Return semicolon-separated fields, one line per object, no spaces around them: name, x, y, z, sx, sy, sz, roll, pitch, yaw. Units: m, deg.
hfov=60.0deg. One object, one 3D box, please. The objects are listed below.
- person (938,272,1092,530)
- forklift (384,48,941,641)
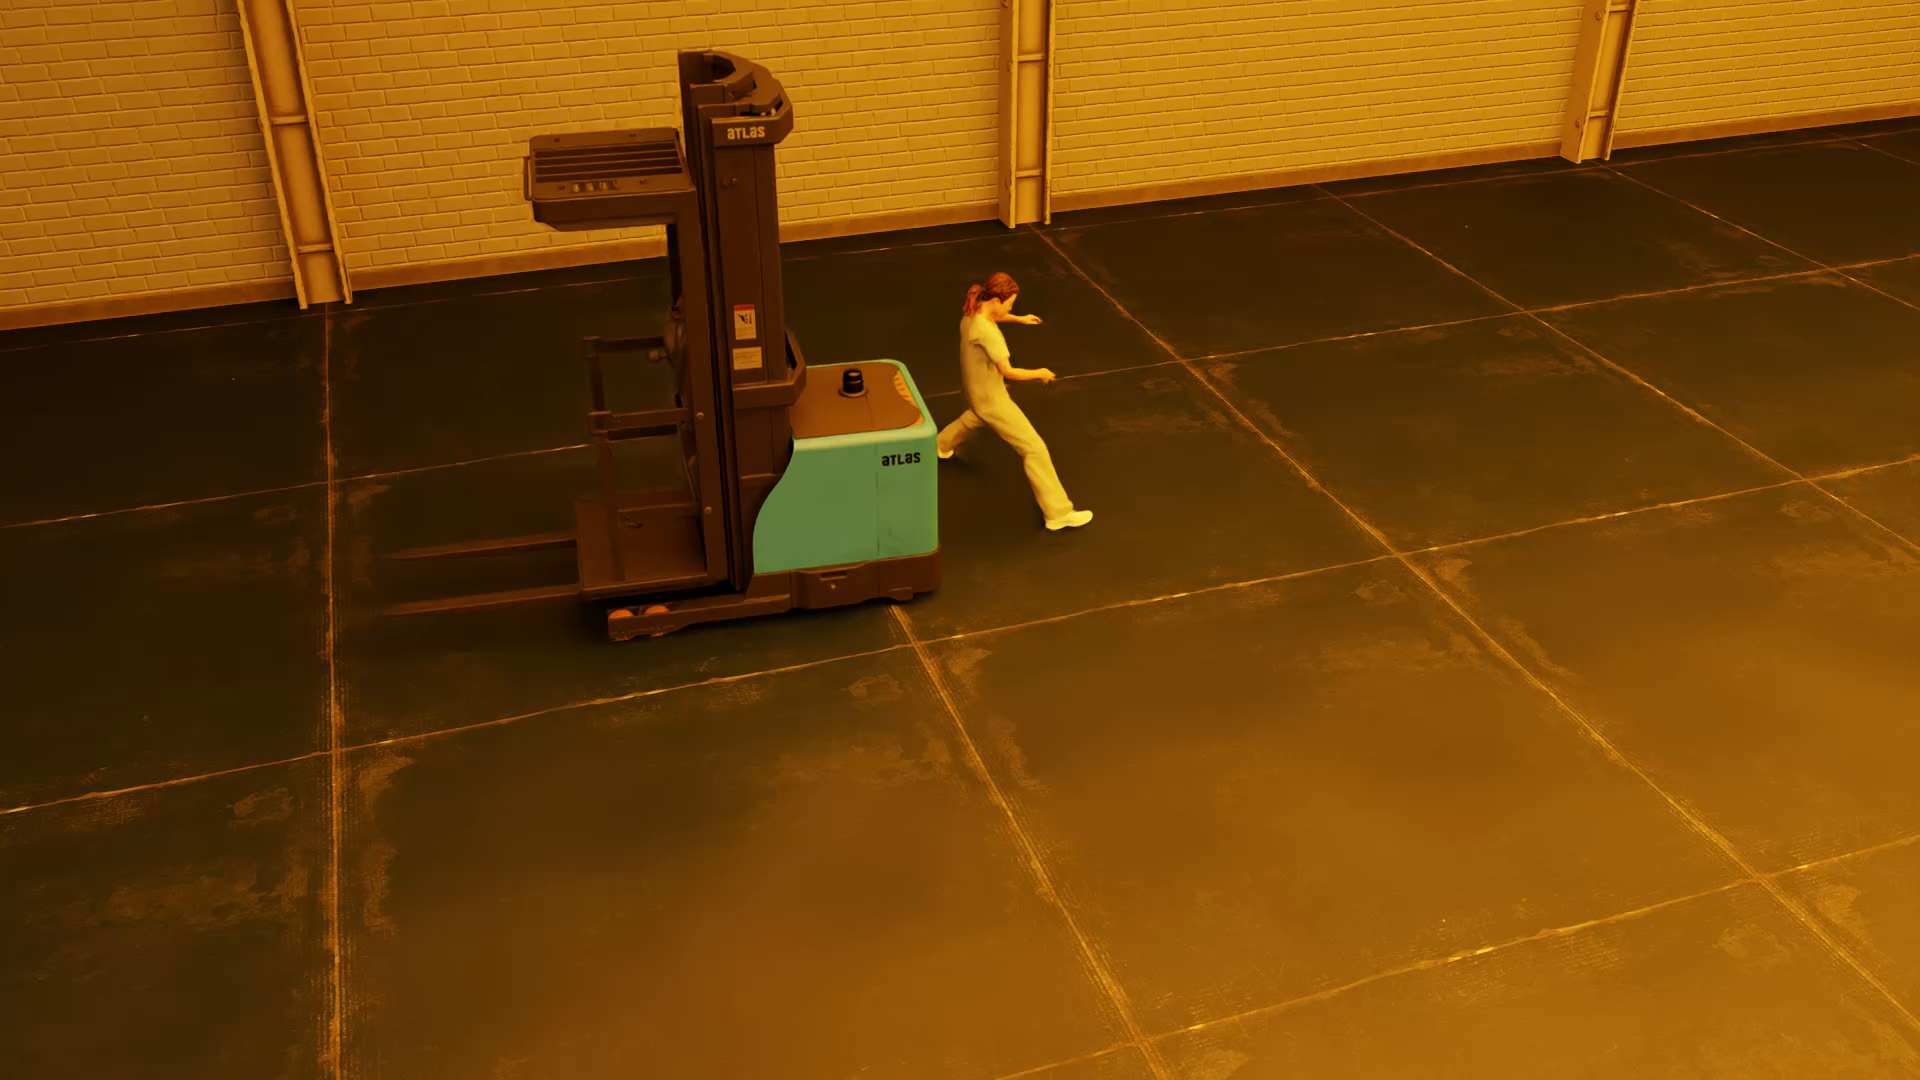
person;0.294;-0.959;10.223;0.829;1.470;1.216;-6;31;-11
forklift;-1.681;-1.010;8.843;3.031;2.935;1.130;-7;31;-11
